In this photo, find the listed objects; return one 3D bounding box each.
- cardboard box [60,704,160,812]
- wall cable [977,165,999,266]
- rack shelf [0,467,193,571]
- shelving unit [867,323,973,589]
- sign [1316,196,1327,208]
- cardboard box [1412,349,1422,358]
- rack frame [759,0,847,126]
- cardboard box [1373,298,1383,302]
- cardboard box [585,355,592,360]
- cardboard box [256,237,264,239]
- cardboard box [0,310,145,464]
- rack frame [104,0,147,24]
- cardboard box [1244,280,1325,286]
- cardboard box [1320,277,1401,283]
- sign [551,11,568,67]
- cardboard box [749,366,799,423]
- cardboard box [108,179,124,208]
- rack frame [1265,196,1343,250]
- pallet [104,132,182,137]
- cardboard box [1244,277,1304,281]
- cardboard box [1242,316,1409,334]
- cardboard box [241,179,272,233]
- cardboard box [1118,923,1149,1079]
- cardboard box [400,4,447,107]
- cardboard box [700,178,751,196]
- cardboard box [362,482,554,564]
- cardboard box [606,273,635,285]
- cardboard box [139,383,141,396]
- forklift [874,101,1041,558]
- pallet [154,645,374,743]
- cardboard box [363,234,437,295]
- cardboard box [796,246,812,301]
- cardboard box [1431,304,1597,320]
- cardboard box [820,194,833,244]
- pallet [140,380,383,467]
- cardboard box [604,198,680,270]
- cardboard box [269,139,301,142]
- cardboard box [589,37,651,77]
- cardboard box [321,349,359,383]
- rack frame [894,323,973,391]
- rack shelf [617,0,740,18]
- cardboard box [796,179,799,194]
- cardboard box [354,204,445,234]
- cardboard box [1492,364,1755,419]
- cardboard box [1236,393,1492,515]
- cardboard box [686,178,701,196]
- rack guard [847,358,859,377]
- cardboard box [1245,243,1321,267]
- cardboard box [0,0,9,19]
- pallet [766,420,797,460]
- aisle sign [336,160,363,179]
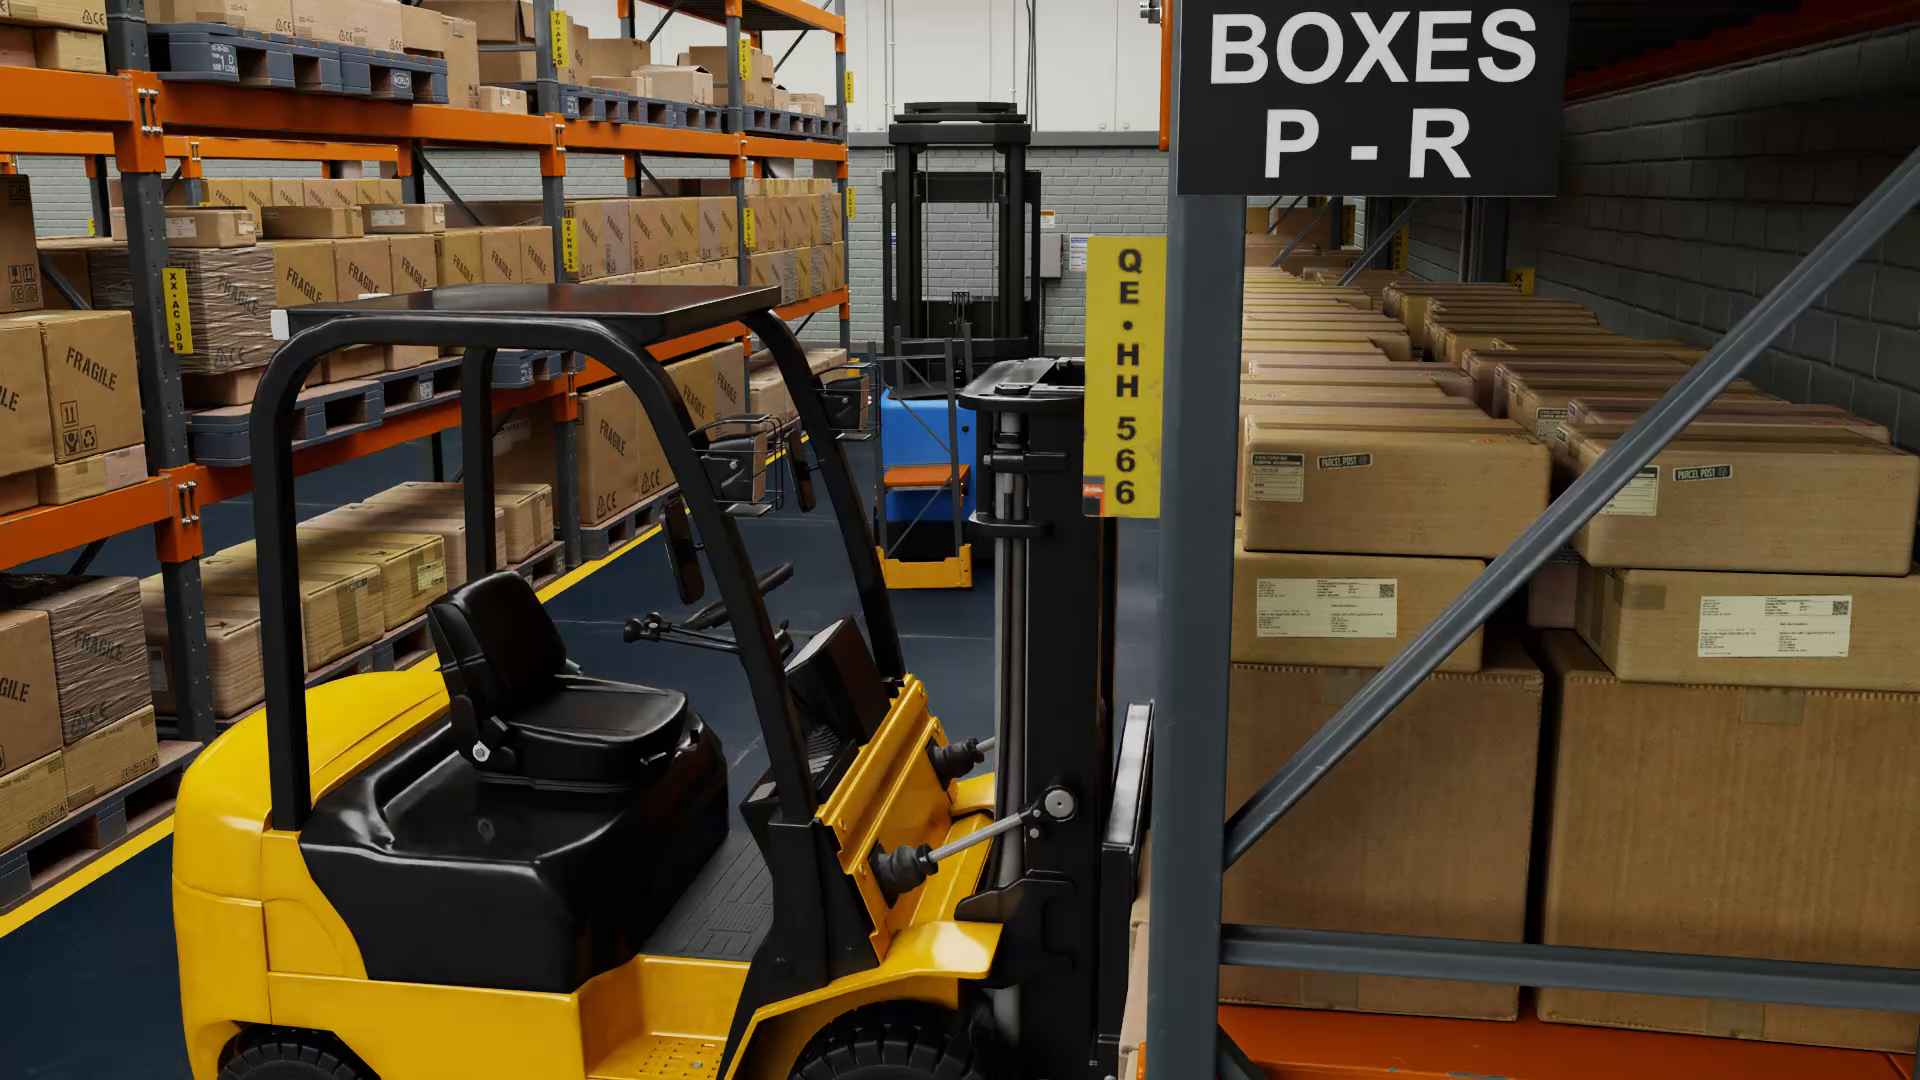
[{"bbox_3d":[-3.387,0.794,6.219,0.500,0.250,0.500,2,12,11],"label":"cardboard box"},{"bbox_3d":[0.532,-4.602,23.317,0.588,1.984,0.122,2,12,9],"label":"wall cable"},{"bbox_3d":[-3.869,0.291,4.729,1.077,0.370,4.000,2,12,9],"label":"rack shelf"},{"bbox_3d":[-0.199,-0.555,10.443,0.587,1.500,1.083,-2,12,7],"label":"shelving unit"},{"bbox_3d":[3.735,-3.513,17.175,0.100,0.325,0.005,2,12,9],"label":"sign"},{"bbox_3d":[1.495,-0.499,4.913,0.380,0.149,0.250,2,12,10],"label":"cardboard box"},{"bbox_3d":[-1.716,-5.907,17.544,1.000,3.000,0.127,2,12,9],"label":"rack frame"},{"bbox_3d":[1.761,-0.909,6.813,0.380,0.149,0.250,2,12,8],"label":"cardboard box"},{"bbox_3d":[-2.622,-1.330,10.899,0.500,0.250,0.500,2,12,8],"label":"cardboard box"},{"bbox_3d":[-3.557,-1.190,7.956,0.500,0.500,0.500,2,12,11],"label":"cardboard box"},{"bbox_3d":[-3.384,-0.570,6.076,0.500,0.500,0.500,2,12,7],"label":"cardboard box"},{"bbox_3d":[-3.561,-3.409,5.953,1.000,3.000,0.127,2,12,9],"label":"rack frame"},{"bbox_3d":[1.002,-0.771,5.469,0.380,0.149,0.250,2,12,10],"label":"cardboard box"},{"bbox_3d":[1.993,-1.226,8.284,0.380,0.149,0.250,2,12,8],"label":"cardboard box"},{"bbox_3d":[-2.410,-3.010,9.995,0.100,0.325,0.005,2,12,9],"label":"sign"},{"bbox_3d":[-1.991,-1.408,15.993,0.875,0.438,0.875,2,12,7],"label":"cardboard box"},{"bbox_3d":[-7.432,-3.071,15.306,0.500,0.500,0.500,1,12,7],"label":"cardboard box"},{"bbox_3d":[2.574,-1.982,13.570,1.000,3.000,0.127,2,12,9],"label":"rack frame"},{"bbox_3d":[-7.438,-3.531,14.082,1.213,0.211,1.003,2,12,9],"label":"pallet"},{"bbox_3d":[1.528,-1.240,8.352,0.380,0.149,0.250,2,12,9],"label":"cardboard box"},{"bbox_3d":[0.861,-0.448,3.969,0.380,0.149,0.250,2,12,9],"label":"cardboard box"},{"bbox_3d":[-6.863,-3.159,15.714,0.500,0.500,0.500,2,12,7],"label":"cardboard box"},{"bbox_3d":[0.564,0.954,3.104,0.500,0.250,0.500,2,12,10],"label":"cardboard box"},{"bbox_3d":[-3.152,-2.508,8.644,0.797,0.503,0.637,2,12,9],"label":"cardboard box"},{"bbox_3d":[-2.026,-3.054,14.394,0.380,0.149,0.250,2,12,8],"label":"cardboard box"},{"bbox_3d":[-3.043,-0.113,10.137,0.950,0.372,0.625,1,12,5],"label":"cardboard box"},{"bbox_3d":[-2.544,-1.685,11.363,0.500,0.250,0.500,2,12,10],"label":"cardboard box"},{"bbox_3d":[-3.755,-0.675,7.106,0.380,0.149,0.250,2,12,9],"label":"cardboard box"},{"bbox_3d":[0.018,-1.565,11.799,1.130,2.935,3.031,0,12,2],"label":"forklift"},{"bbox_3d":[-3.443,0.724,7.631,1.003,0.211,1.213,2,12,9],"label":"pallet"},{"bbox_3d":[-2.971,-1.279,8.366,0.500,0.500,0.500,1,12,6],"label":"cardboard box"},{"bbox_3d":[-1.756,-2.595,16.178,0.500,0.500,0.500,2,12,10],"label":"cardboard box"},{"bbox_3d":[1.450,-0.538,4.386,0.380,0.149,0.250,2,12,8],"label":"cardboard box"},{"bbox_3d":[-1.606,-3.294,17.049,0.500,0.500,0.500,2,12,9],"label":"cardboard box"},{"bbox_3d":[-3.300,-0.537,7.321,1.003,0.211,1.213,2,12,9],"label":"pallet"},{"bbox_3d":[-2.386,-2.257,12.237,0.500,0.500,0.500,2,12,10],"label":"cardboard box"},{"bbox_3d":[-6.738,-3.974,16.052,0.500,0.250,0.500,2,12,11],"label":"cardboard box"},{"bbox_3d":[-2.753,-3.688,13.134,0.500,0.500,0.500,2,12,8],"label":"cardboard box"},{"bbox_3d":[-3.068,-0.829,7.821,0.380,0.149,0.250,2,12,10],"label":"cardboard box"},{"bbox_3d":[-0.142,-0.660,10.928,0.500,1.500,0.032,-2,12,7],"label":"rack frame"},{"bbox_3d":[-2.638,-4.111,11.866,1.077,0.370,4.000,2,12,9],"label":"rack shelf"},{"bbox_3d":[-1.774,-3.427,16.124,0.380,0.149,0.250,2,12,10],"label":"cardboard box"},{"bbox_3d":[-2.919,-1.676,8.671,0.380,0.149,0.250,1,12,6],"label":"cardboard box"},{"bbox_3d":[1.144,-0.218,2.902,0.380,0.149,0.250,2,12,9],"label":"cardboard box"},{"bbox_3d":[0.583,-0.129,2.489,0.380,0.149,0.250,2,12,9],"label":"cardboard box"},{"bbox_3d":[-2.450,-3.122,14.712,0.380,0.149,0.250,2,12,10],"label":"cardboard box"},{"bbox_3d":[-1.712,-1.758,18.463,1.175,0.500,0.348,2,12,9],"label":"rack guard"},{"bbox_3d":[2.027,-1.751,11.255,0.797,0.503,0.637,2,12,7],"label":"cardboard box"},{"bbox_3d":[-3.440,-1.809,5.298,0.500,0.250,0.500,2,12,8],"label":"cardboard box"},{"bbox_3d":[-2.137,-0.935,15.329,1.003,0.211,1.213,2,12,9],"label":"pallet"},{"bbox_3d":[-6.908,-4.410,18.664,0.394,0.787,0.004,2,12,9],"label":"aisle sign"}]
